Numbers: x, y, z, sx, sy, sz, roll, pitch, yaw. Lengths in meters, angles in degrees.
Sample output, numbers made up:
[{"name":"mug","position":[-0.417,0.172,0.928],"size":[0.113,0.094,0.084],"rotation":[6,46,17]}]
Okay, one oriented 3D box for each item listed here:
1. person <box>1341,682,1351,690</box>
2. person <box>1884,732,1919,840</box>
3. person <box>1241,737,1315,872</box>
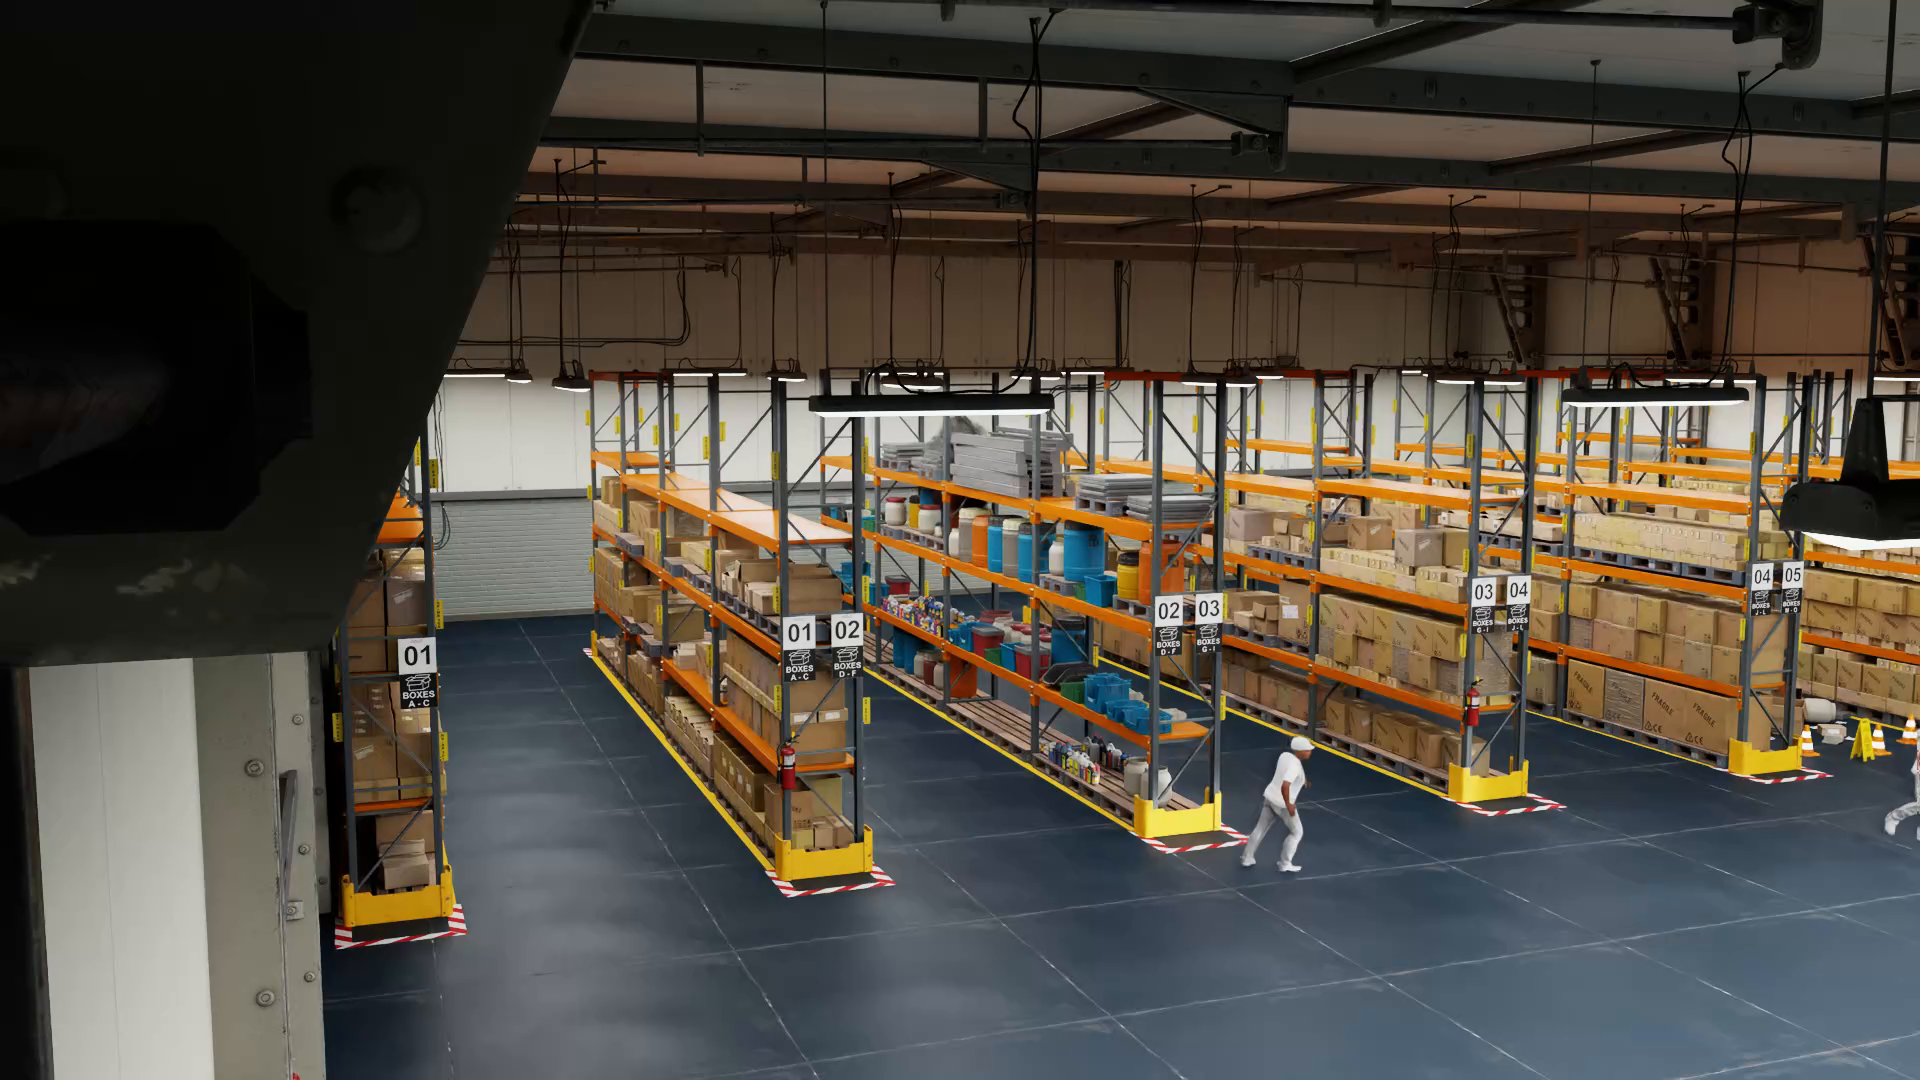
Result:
[{"name":"person","position":[7.413,2.152,30.835],"size":[0.695,1.545,1.163],"rotation":[-1,6,-8]},{"name":"person","position":[12.451,3.043,21.600],"size":[0.733,1.750,0.614],"rotation":[-5,8,-38]},{"name":"person","position":[3.960,3.236,20.404],"size":[0.903,1.690,0.701],"rotation":[-2,7,-19]}]
